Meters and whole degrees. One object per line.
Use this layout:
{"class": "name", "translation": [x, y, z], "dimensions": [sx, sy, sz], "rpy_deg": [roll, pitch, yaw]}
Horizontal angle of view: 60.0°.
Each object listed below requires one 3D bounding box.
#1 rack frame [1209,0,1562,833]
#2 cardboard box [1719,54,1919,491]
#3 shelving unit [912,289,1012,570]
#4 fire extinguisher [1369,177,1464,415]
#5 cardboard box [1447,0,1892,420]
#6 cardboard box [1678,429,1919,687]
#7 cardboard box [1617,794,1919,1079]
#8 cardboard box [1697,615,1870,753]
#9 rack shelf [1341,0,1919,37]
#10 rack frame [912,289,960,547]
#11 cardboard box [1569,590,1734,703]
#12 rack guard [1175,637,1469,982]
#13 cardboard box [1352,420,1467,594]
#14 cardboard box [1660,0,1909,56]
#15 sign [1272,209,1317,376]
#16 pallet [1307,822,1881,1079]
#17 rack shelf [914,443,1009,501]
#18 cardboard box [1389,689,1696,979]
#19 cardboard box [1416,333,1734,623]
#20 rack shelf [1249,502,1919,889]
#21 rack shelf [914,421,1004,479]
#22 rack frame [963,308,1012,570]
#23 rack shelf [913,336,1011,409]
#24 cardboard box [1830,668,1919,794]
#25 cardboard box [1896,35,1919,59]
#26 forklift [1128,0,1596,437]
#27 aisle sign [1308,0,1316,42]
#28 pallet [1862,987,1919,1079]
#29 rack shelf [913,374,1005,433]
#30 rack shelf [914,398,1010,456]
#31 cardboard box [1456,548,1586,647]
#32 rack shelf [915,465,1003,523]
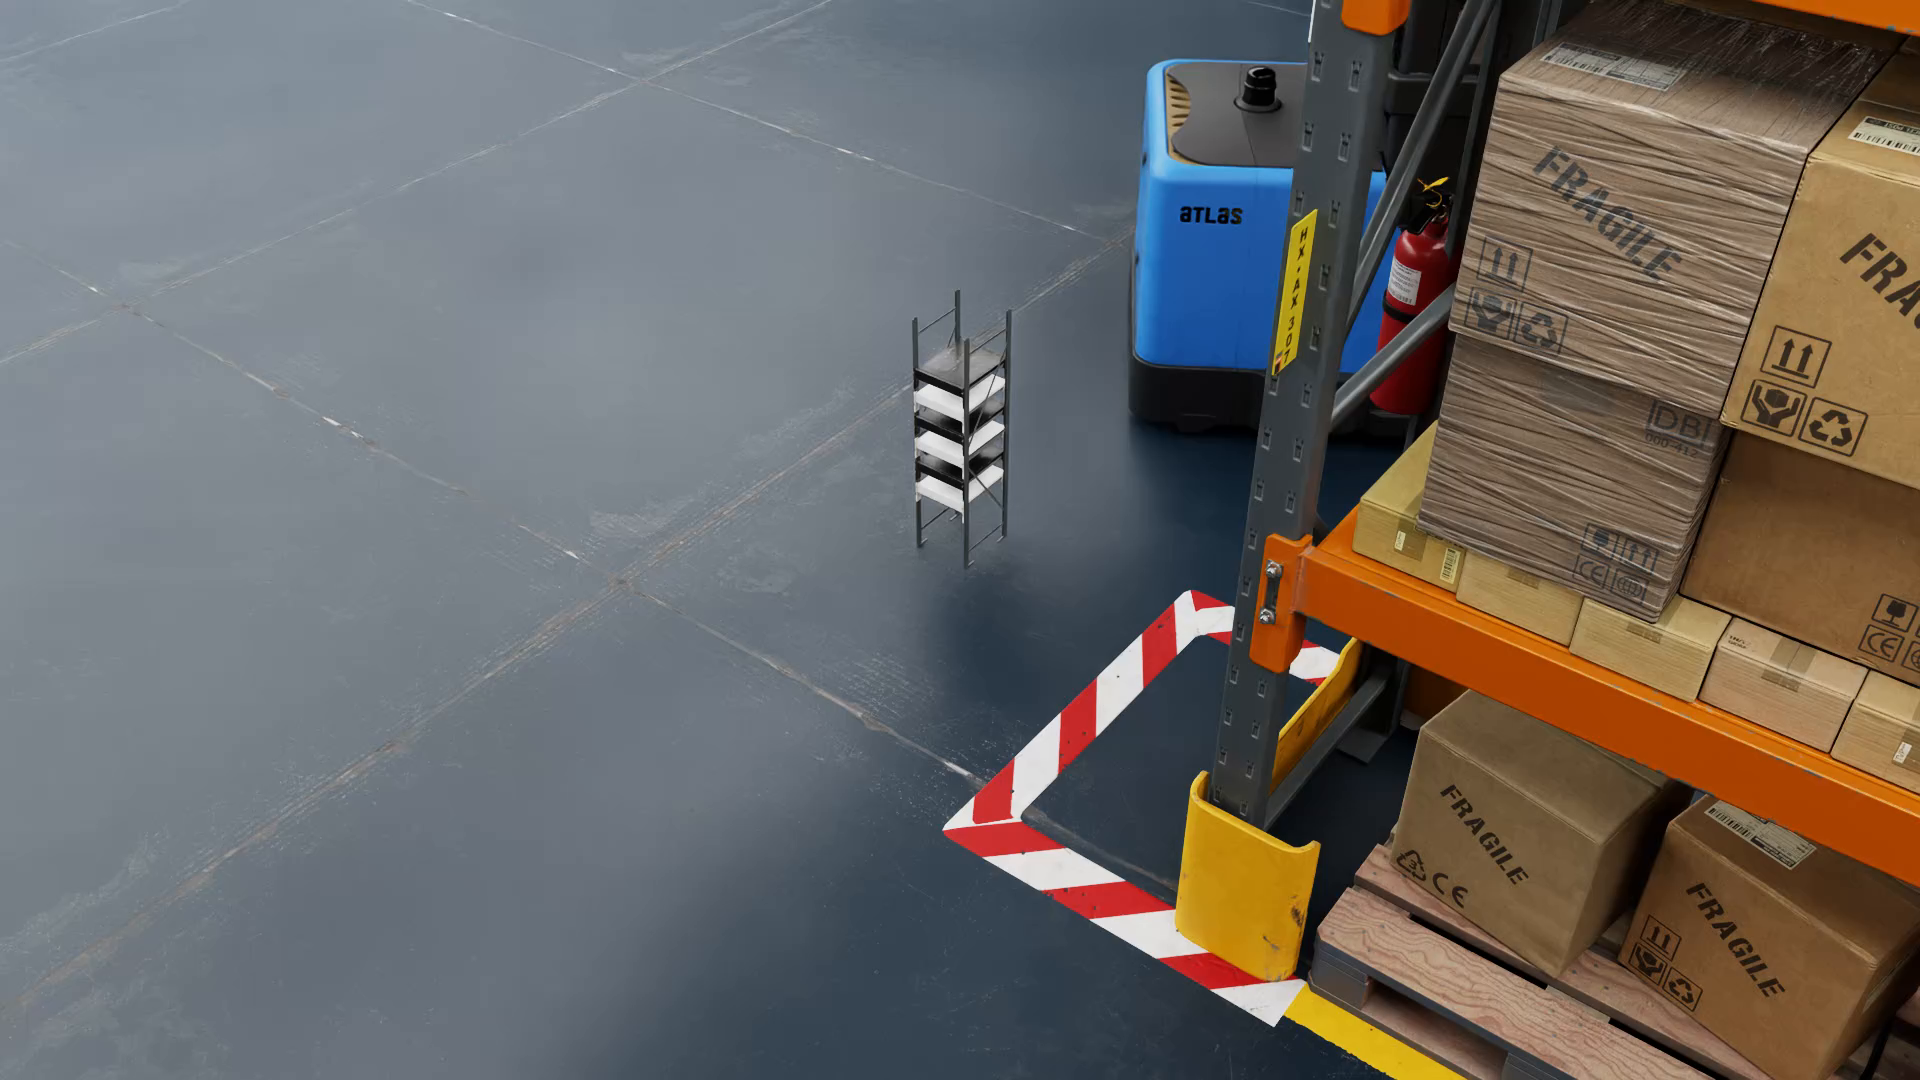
{"class": "rack frame", "translation": [0.979, -0.402, 3.830], "dimensions": [0.127, 3.000, 1.000], "rpy_deg": [25, 45, 29]}
{"class": "cardboard box", "translation": [1.643, -0.422, 2.722], "dimensions": [0.500, 0.500, 0.500], "rpy_deg": [25, 45, 29]}
{"class": "shelving unit", "translation": [0.006, -0.351, 5.469], "dimensions": [0.210, 0.900, 0.258], "rpy_deg": [25, 45, 29]}
{"class": "fire extinguisher", "translation": [1.168, -0.640, 4.197], "dimensions": [0.183, 0.674, 0.296], "rpy_deg": [25, 45, 29]}
{"class": "cardboard box", "translation": [1.250, -0.613, 2.966], "dimensions": [0.500, 0.500, 0.500], "rpy_deg": [25, 45, 29]}
{"class": "cardboard box", "translation": [1.869, -0.210, 3.263], "dimensions": [0.500, 0.500, 0.875], "rpy_deg": [25, 45, 29]}
{"class": "cardboard box", "translation": [1.960, 0.866, 3.897], "dimensions": [0.500, 0.500, 0.500], "rpy_deg": [-25, 45, -29]}
{"class": "cardboard box", "translation": [1.648, 0.208, 3.255], "dimensions": [0.250, 0.149, 0.380], "rpy_deg": [25, 45, 29]}
{"class": "rack shelf", "translation": [2.567, -0.551, 2.170], "dimensions": [4.000, 0.370, 1.077], "rpy_deg": [25, 45, 29]}
{"class": "rack frame", "translation": [-0.074, -0.389, 5.517], "dimensions": [0.006, 0.900, 0.240], "rpy_deg": [25, 45, 29]}
{"class": "cardboard box", "translation": [1.437, 0.125, 3.361], "dimensions": [0.250, 0.149, 0.380], "rpy_deg": [25, 45, 29]}
{"class": "rack guard", "translation": [1.039, 0.611, 4.564], "dimensions": [0.348, 0.500, 1.175], "rpy_deg": [25, 45, 29]}
{"class": "cardboard box", "translation": [1.060, -0.079, 3.622], "dimensions": [0.250, 0.149, 0.380], "rpy_deg": [25, 45, 29]}
{"class": "cardboard box", "translation": [1.566, -0.867, 3.291], "dimensions": [0.500, 0.500, 0.500], "rpy_deg": [25, 45, 29]}
{"class": "sign", "translation": [0.649, -0.477, 3.224], "dimensions": [0.005, 0.325, 0.100], "rpy_deg": [25, 45, 29]}
{"class": "pallet", "translation": [1.663, 1.046, 4.243], "dimensions": [1.213, 0.211, 1.003], "rpy_deg": [25, 45, 29]}
{"class": "rack shelf", "translation": [0.006, -0.254, 5.545], "dimensions": [0.200, 0.077, 0.258], "rpy_deg": [25, 45, 29]}
{"class": "cardboard box", "translation": [1.465, 0.659, 4.162], "dimensions": [0.500, 0.500, 0.500], "rpy_deg": [-29, 46, -32]}
{"class": "cardboard box", "translation": [1.399, -0.339, 3.427], "dimensions": [0.500, 0.500, 0.875], "rpy_deg": [25, 45, 29]}
{"class": "rack shelf", "translation": [2.567, 0.630, 3.095], "dimensions": [4.000, 0.370, 1.077], "rpy_deg": [25, 45, 29]}
{"class": "rack shelf", "translation": [0.006, -0.325, 5.489], "dimensions": [0.200, 0.077, 0.258], "rpy_deg": [25, 45, 29]}
{"class": "rack frame", "translation": [0.087, -0.313, 5.420], "dimensions": [0.006, 0.900, 0.240], "rpy_deg": [25, 45, 29]}
{"class": "rack shelf", "translation": [0.006, -0.538, 5.323], "dimensions": [0.200, 0.077, 0.258], "rpy_deg": [25, 45, 29]}
{"class": "cardboard box", "translation": [1.842, 0.305, 3.131], "dimensions": [0.250, 0.149, 0.380], "rpy_deg": [25, 45, 29]}
{"class": "cardboard box", "translation": [1.966, -0.683, 3.055], "dimensions": [0.500, 0.500, 0.500], "rpy_deg": [25, 45, 29]}
{"class": "forklift", "translation": [2.179, -1.790, 5.659], "dimensions": [3.031, 2.935, 1.130], "rpy_deg": [3, 38, 4]}
{"class": "aisle sign", "translation": [0.747, -1.302, 2.871], "dimensions": [0.004, 0.787, 0.394], "rpy_deg": [25, 45, 29]}
{"class": "pallet", "translation": [2.628, 1.503, 3.659], "dimensions": [1.213, 0.211, 1.003], "rpy_deg": [25, 45, 29]}
{"class": "rack shelf", "translation": [0.006, -0.467, 5.378], "dimensions": [0.200, 0.077, 0.258], "rpy_deg": [25, 45, 29]}
{"class": "rack shelf", "translation": [0.006, -0.396, 5.434], "dimensions": [0.200, 0.077, 0.258], "rpy_deg": [25, 45, 29]}
{"class": "cardboard box", "translation": [1.247, 0.024, 3.490], "dimensions": [0.250, 0.149, 0.380], "rpy_deg": [25, 45, 29]}
{"class": "rack shelf", "translation": [0.006, -0.183, 5.600], "dimensions": [0.200, 0.077, 0.258], "rpy_deg": [25, 45, 29]}
